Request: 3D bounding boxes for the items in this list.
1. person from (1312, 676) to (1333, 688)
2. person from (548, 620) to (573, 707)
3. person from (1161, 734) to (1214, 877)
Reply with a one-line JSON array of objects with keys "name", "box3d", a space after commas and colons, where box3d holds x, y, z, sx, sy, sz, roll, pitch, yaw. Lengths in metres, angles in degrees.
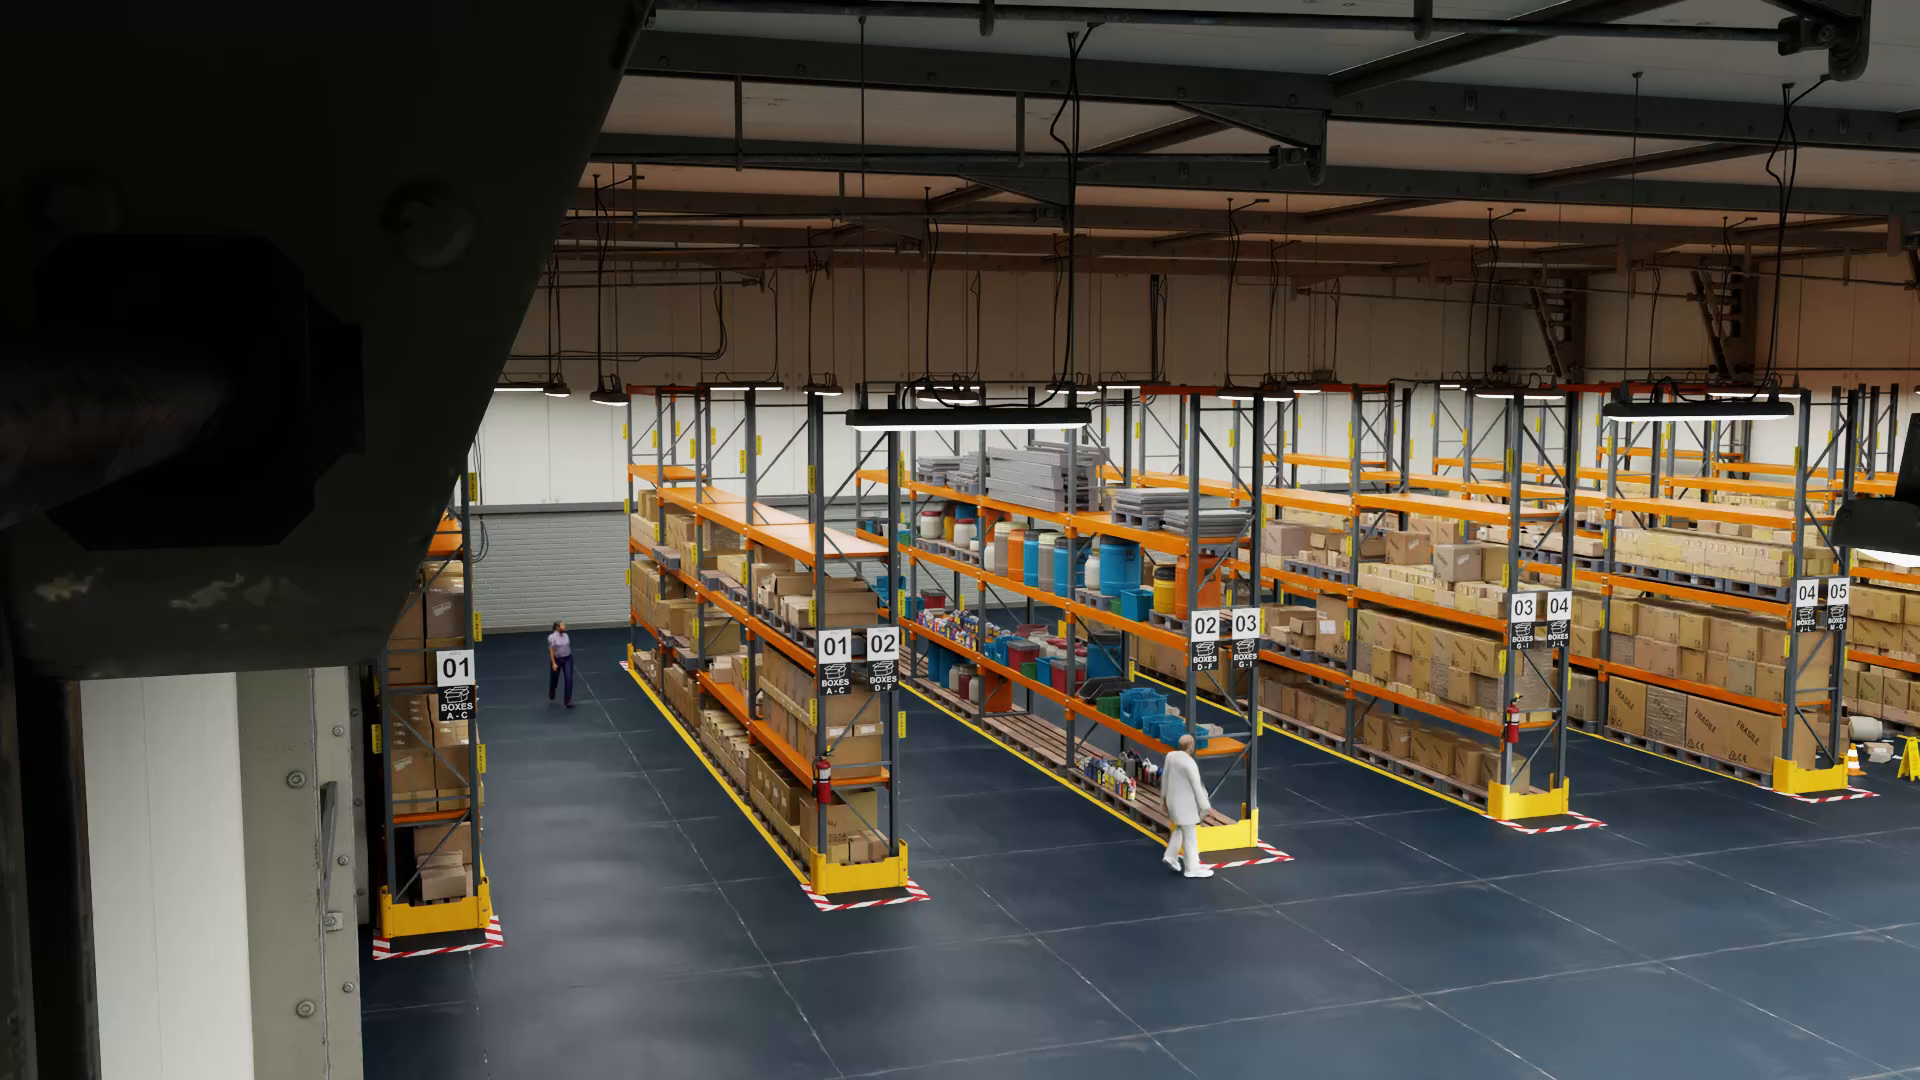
[{"name": "person", "box3d": [6.969, 2.130, 32.064, 0.436, 1.785, 0.613, -5, 8, -39]}, {"name": "person", "box3d": [-7.504, 2.293, 31.243, 0.461, 1.612, 0.665, -2, 6, -21]}, {"name": "person", "box3d": [2.813, 3.305, 20.789, 0.568, 1.785, 0.723, -3, 7, -25]}]
